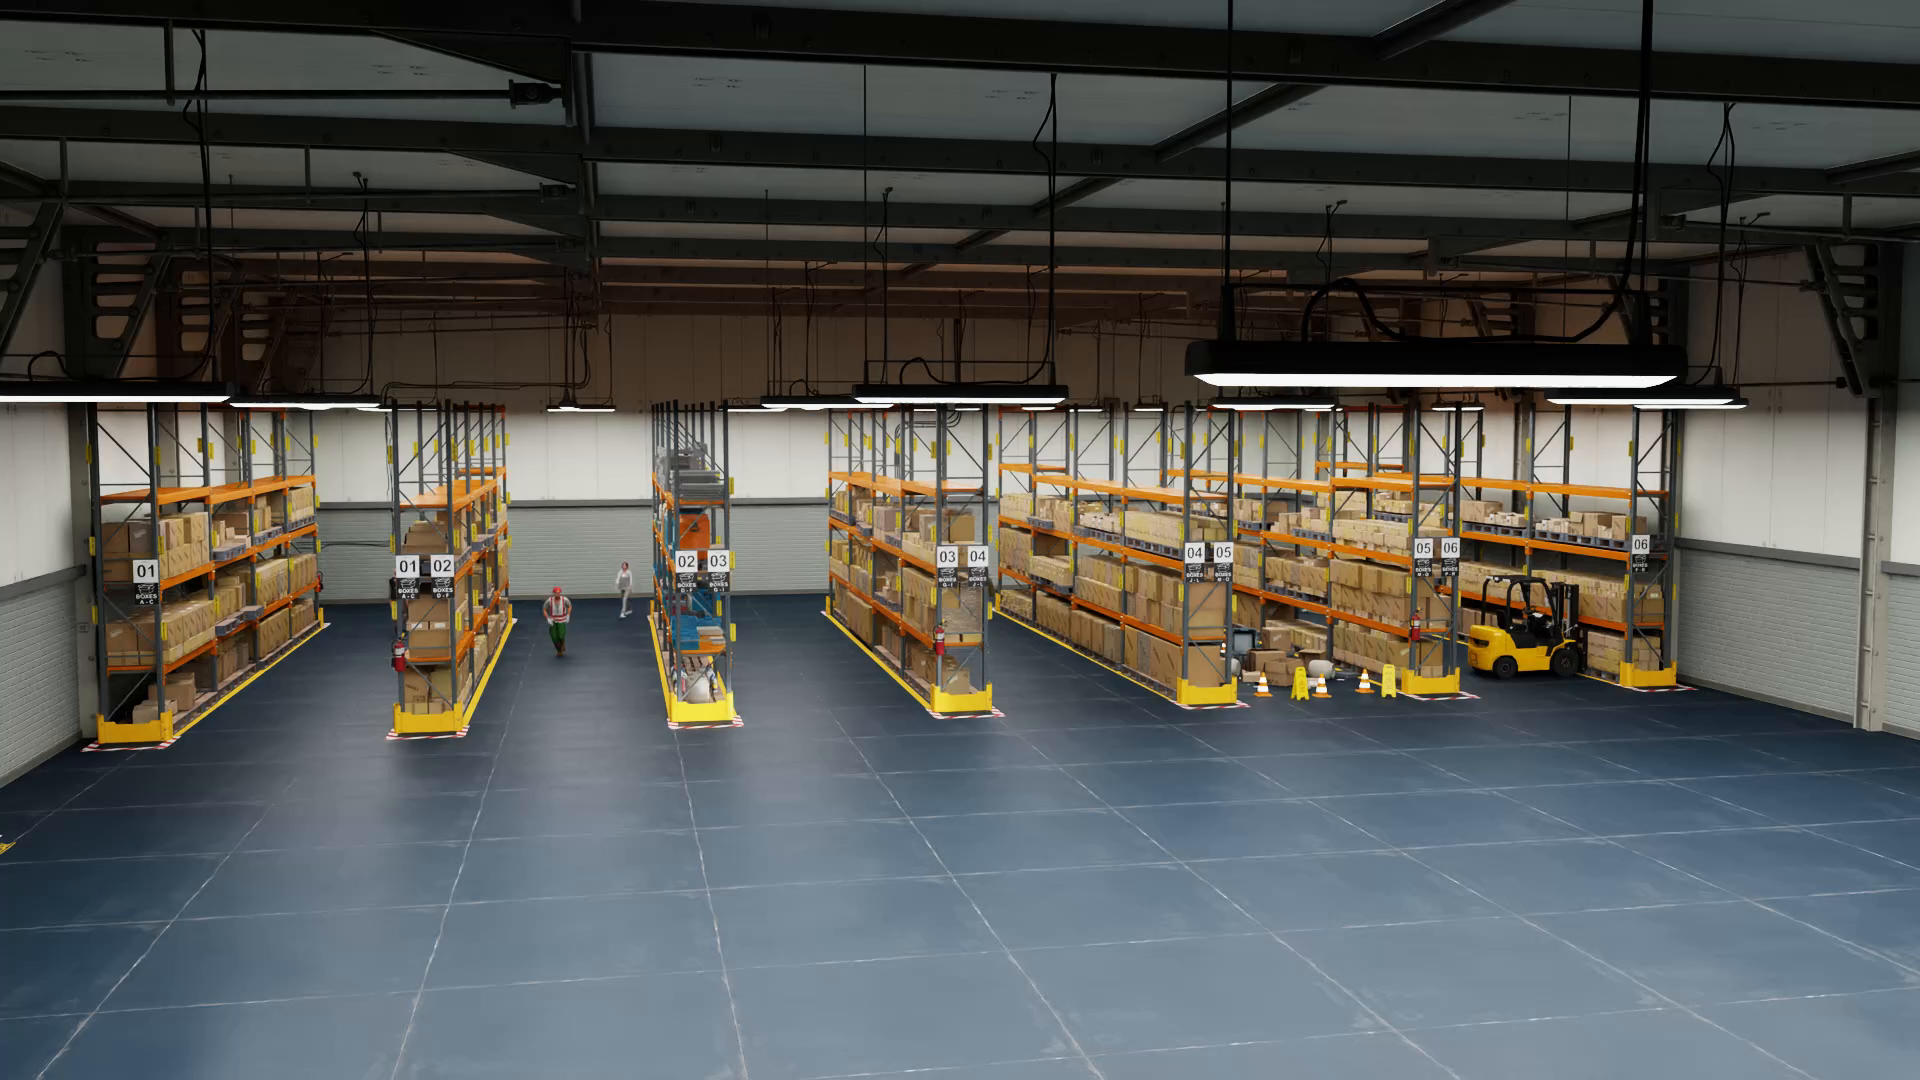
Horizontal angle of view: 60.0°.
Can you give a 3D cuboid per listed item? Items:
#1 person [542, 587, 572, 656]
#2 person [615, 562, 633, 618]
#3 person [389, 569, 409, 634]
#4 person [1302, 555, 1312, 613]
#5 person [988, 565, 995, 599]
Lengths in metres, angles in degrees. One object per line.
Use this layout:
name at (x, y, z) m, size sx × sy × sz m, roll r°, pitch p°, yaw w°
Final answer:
person at (-9.526, 1.924, 39.325) m, size 0.645 × 1.686 × 0.630 m, roll 0°, pitch 4°, yaw -3°
person at (-9.499, 1.391, 47.024) m, size 0.395 × 1.523 × 0.964 m, roll 1°, pitch 4°, yaw 15°
person at (-14.709, 1.592, 43.486) m, size 0.565 × 1.724 × 0.486 m, roll 2°, pitch 5°, yaw 26°
person at (10.032, 1.264, 48.175) m, size 0.399 × 1.678 × 0.486 m, roll 2°, pitch 5°, yaw 25°
person at (0.735, 0.990, 51.828) m, size 1.163 × 1.669 × 0.553 m, roll 2°, pitch 5°, yaw 22°
